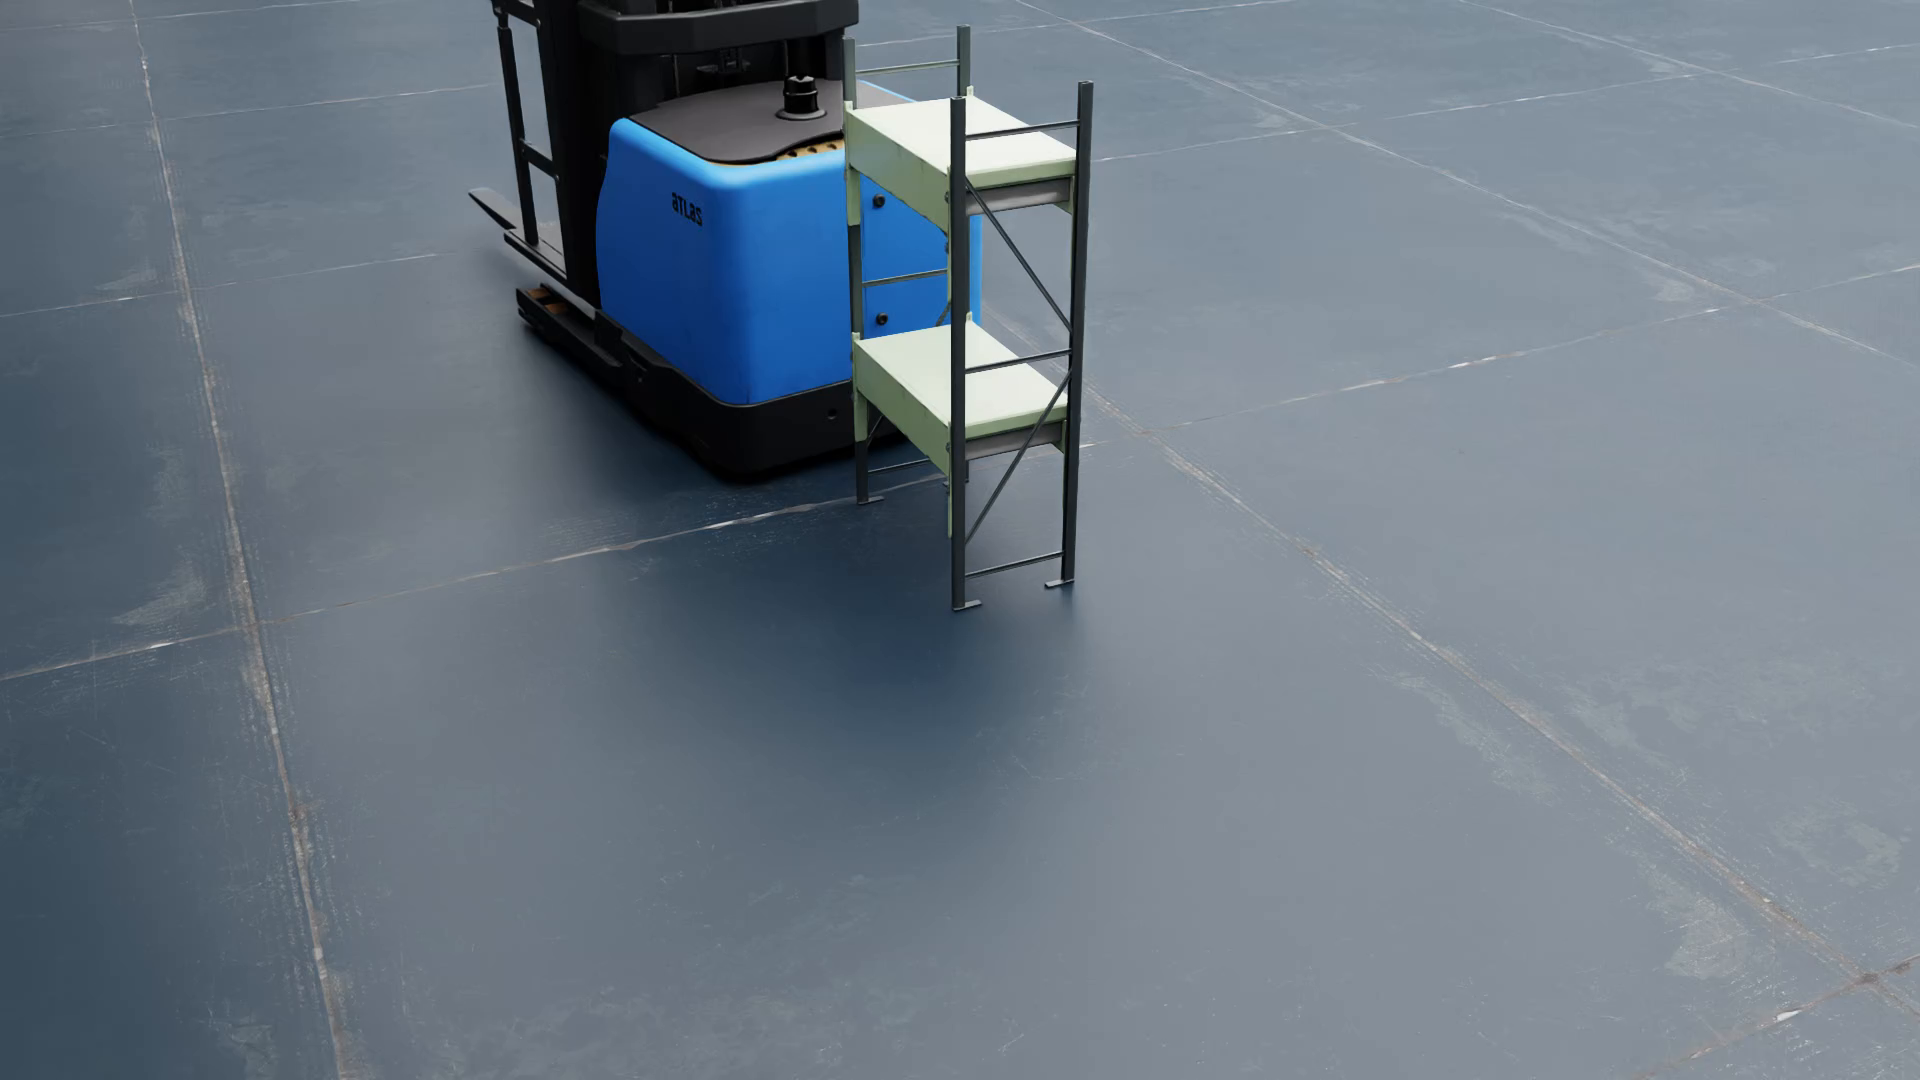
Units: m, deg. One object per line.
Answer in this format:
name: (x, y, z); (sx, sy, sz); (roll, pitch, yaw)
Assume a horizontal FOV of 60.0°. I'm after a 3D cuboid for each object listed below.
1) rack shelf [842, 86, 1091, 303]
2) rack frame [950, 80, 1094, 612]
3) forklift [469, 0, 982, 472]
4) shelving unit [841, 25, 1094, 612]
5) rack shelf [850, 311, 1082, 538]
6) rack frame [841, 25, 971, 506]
rack shelf: (0.003, -0.992, 4.687); (0.431, 0.370, 0.720); (-13, 32, -22)
rack frame: (0.160, -0.490, 4.590); (0.400, 1.500, 0.023); (-13, 32, -22)
forklift: (-1.146, -2.176, 6.134); (1.130, 2.935, 3.031); (-18, 34, -29)
shelving unit: (0.003, -0.651, 4.878); (0.431, 1.500, 0.755); (-13, 32, -22)
rack shelf: (0.003, -0.367, 5.037); (0.431, 0.370, 0.720); (-13, 32, -22)
rack frame: (-0.154, -0.813, 5.166); (0.400, 1.500, 0.023); (-13, 32, -22)
